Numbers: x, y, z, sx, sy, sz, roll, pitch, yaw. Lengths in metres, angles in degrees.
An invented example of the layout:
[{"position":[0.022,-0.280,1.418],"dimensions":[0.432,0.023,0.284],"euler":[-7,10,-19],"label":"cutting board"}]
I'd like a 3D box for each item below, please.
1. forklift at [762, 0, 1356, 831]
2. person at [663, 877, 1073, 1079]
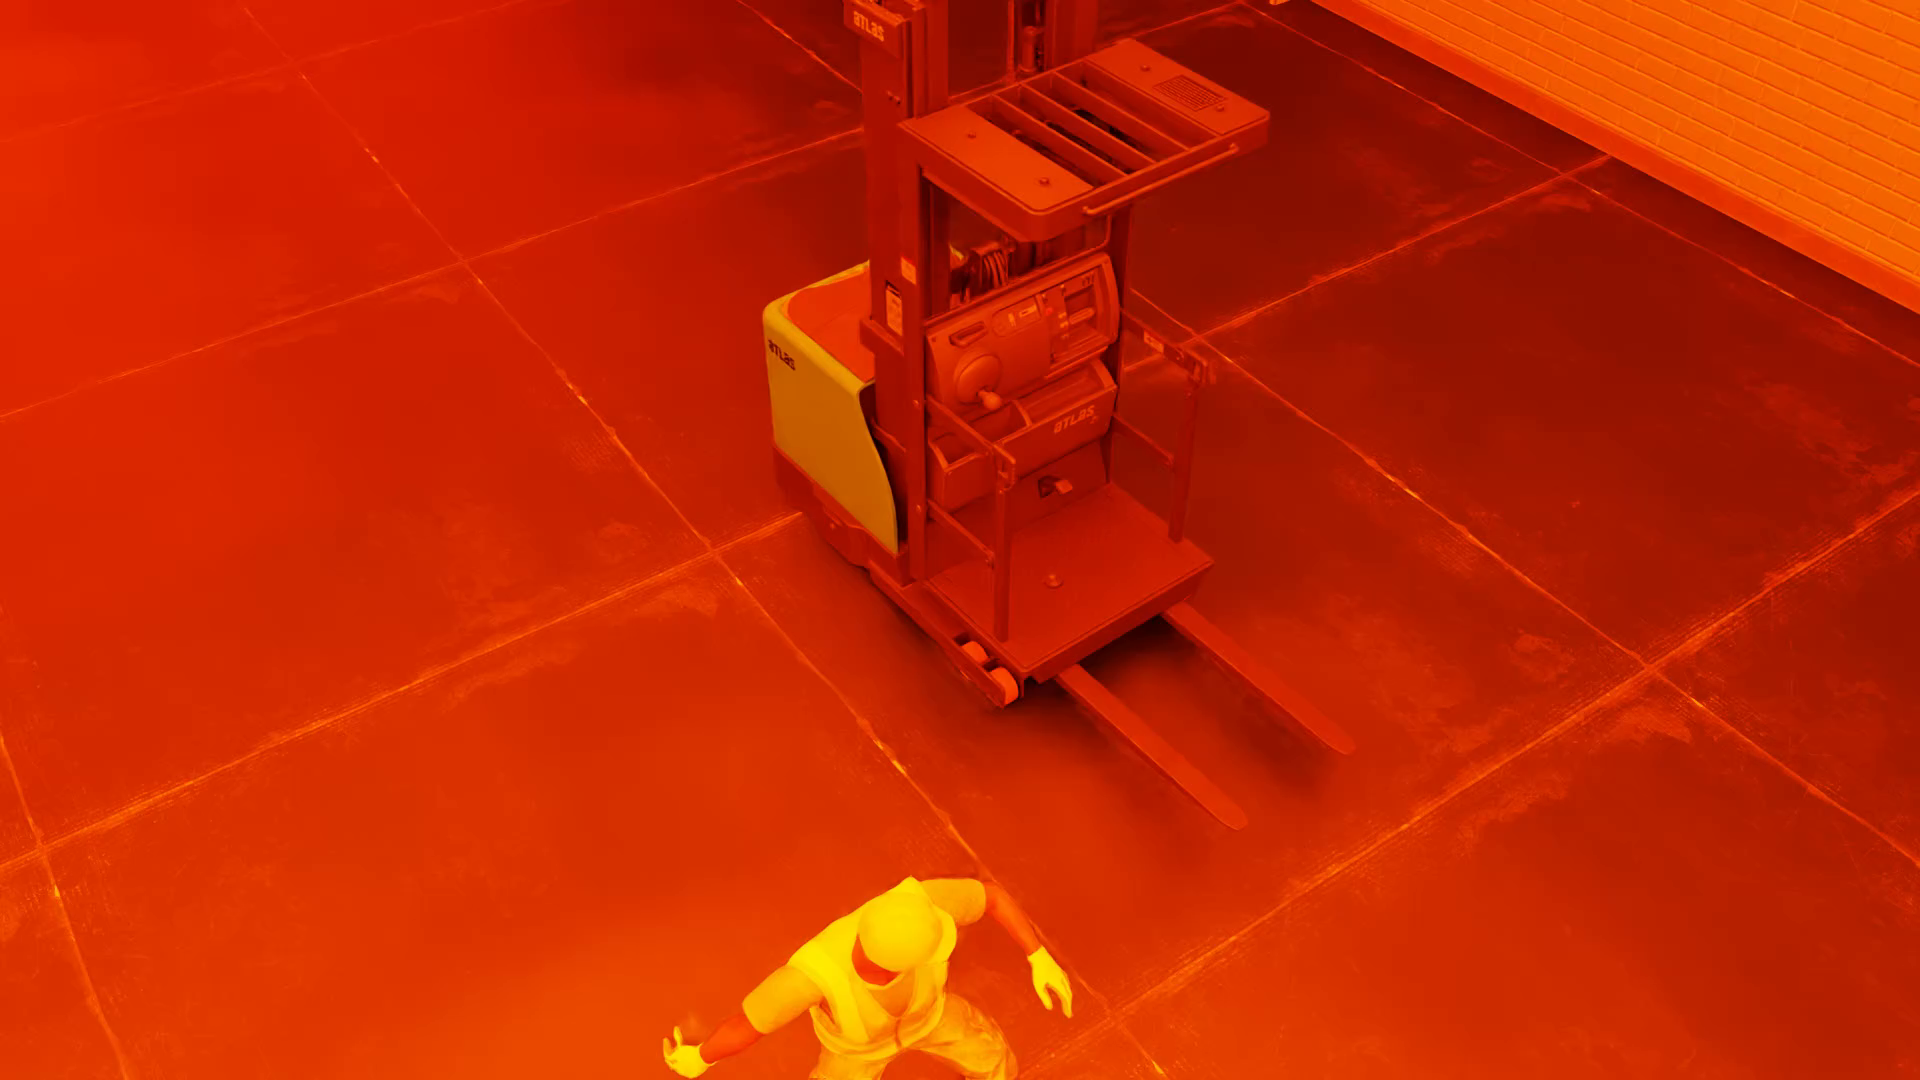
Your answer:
[{"position":[0.396,-0.752,6.532],"dimensions":[1.130,2.935,3.031],"euler":[-28,49,-27],"label":"forklift"},{"position":[-0.273,1.552,5.082],"dimensions":[1.159,1.723,0.570],"euler":[-19,46,-20],"label":"person"}]
